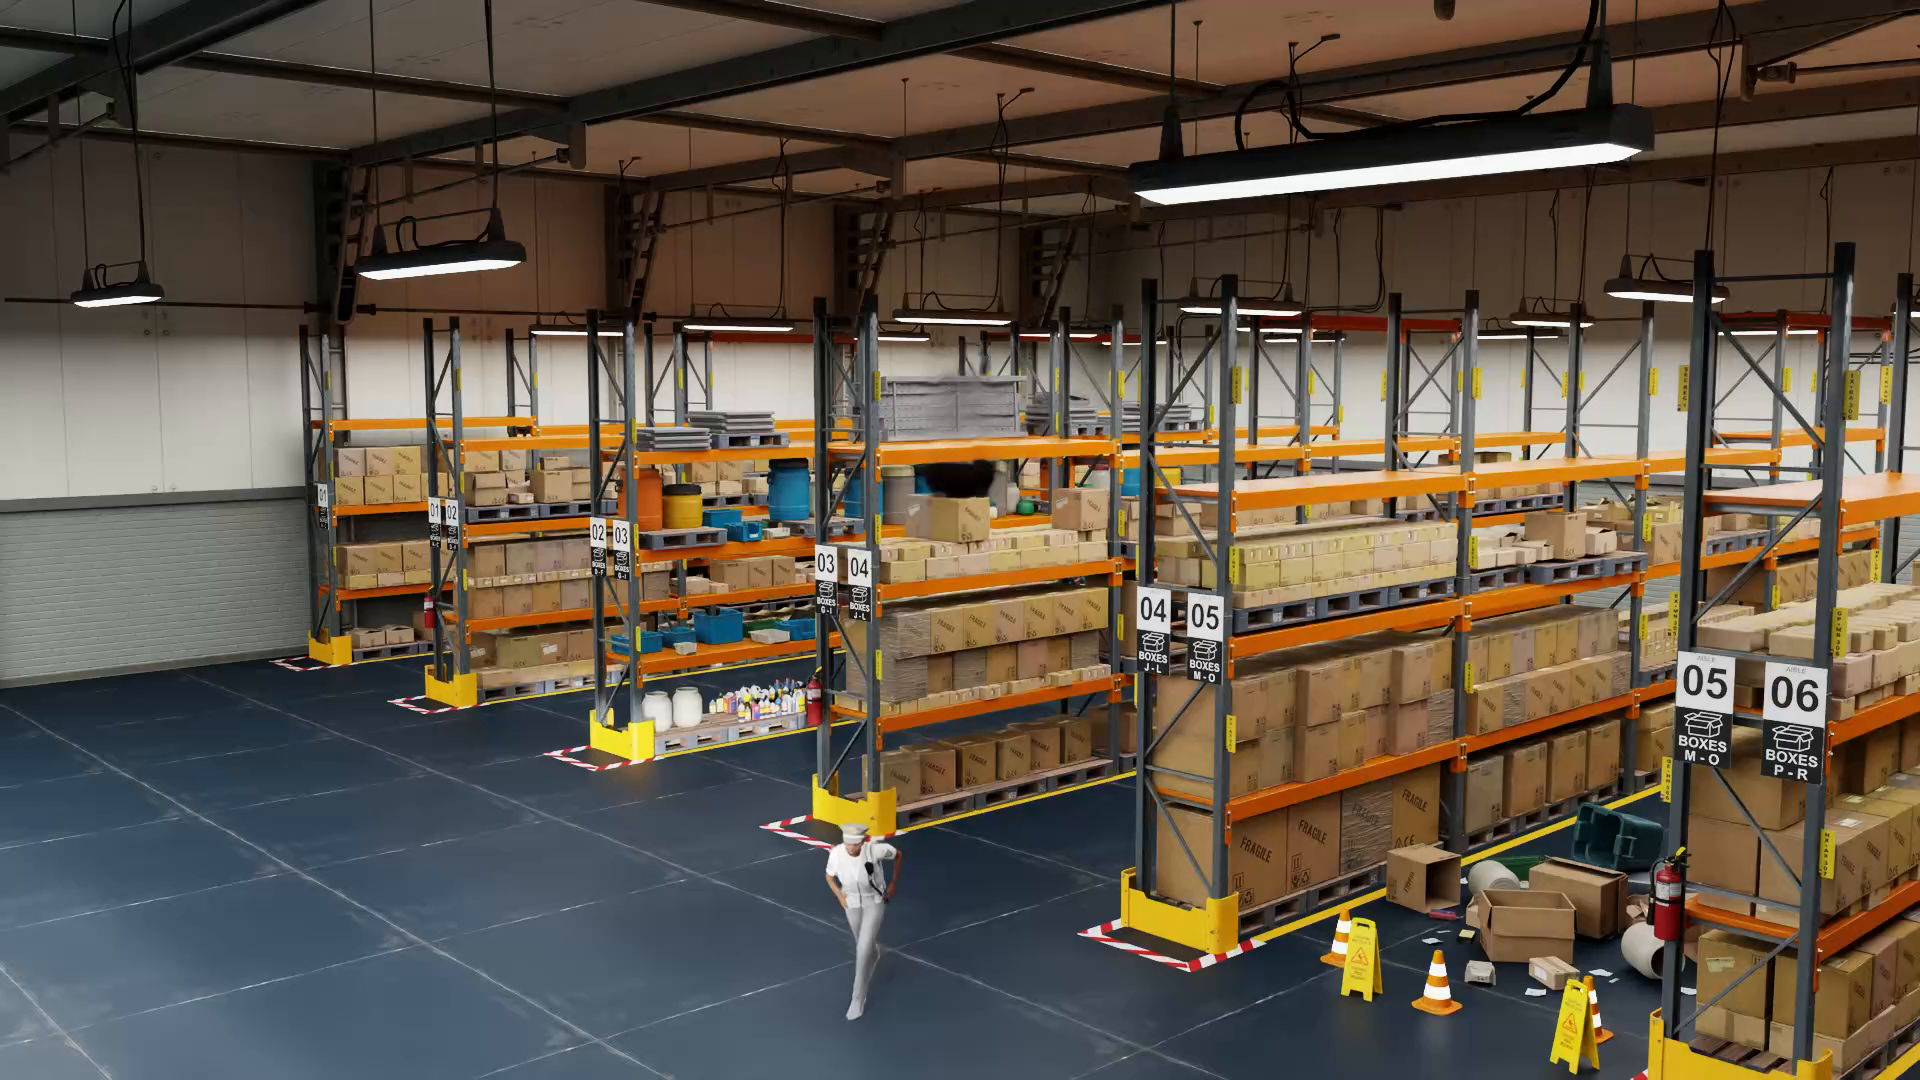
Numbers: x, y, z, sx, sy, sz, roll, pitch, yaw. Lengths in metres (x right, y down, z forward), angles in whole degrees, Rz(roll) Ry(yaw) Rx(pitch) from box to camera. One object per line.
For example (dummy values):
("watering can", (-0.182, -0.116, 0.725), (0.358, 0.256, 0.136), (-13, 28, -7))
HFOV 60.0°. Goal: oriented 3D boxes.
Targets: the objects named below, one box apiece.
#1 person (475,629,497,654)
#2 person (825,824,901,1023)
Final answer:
("person", (-8.035, 1.477, 28.412), (0.712, 1.672, 0.838), (4, 7, 34))
("person", (-0.775, 3.027, 13.635), (0.612, 1.626, 0.985), (1, 6, 5))
